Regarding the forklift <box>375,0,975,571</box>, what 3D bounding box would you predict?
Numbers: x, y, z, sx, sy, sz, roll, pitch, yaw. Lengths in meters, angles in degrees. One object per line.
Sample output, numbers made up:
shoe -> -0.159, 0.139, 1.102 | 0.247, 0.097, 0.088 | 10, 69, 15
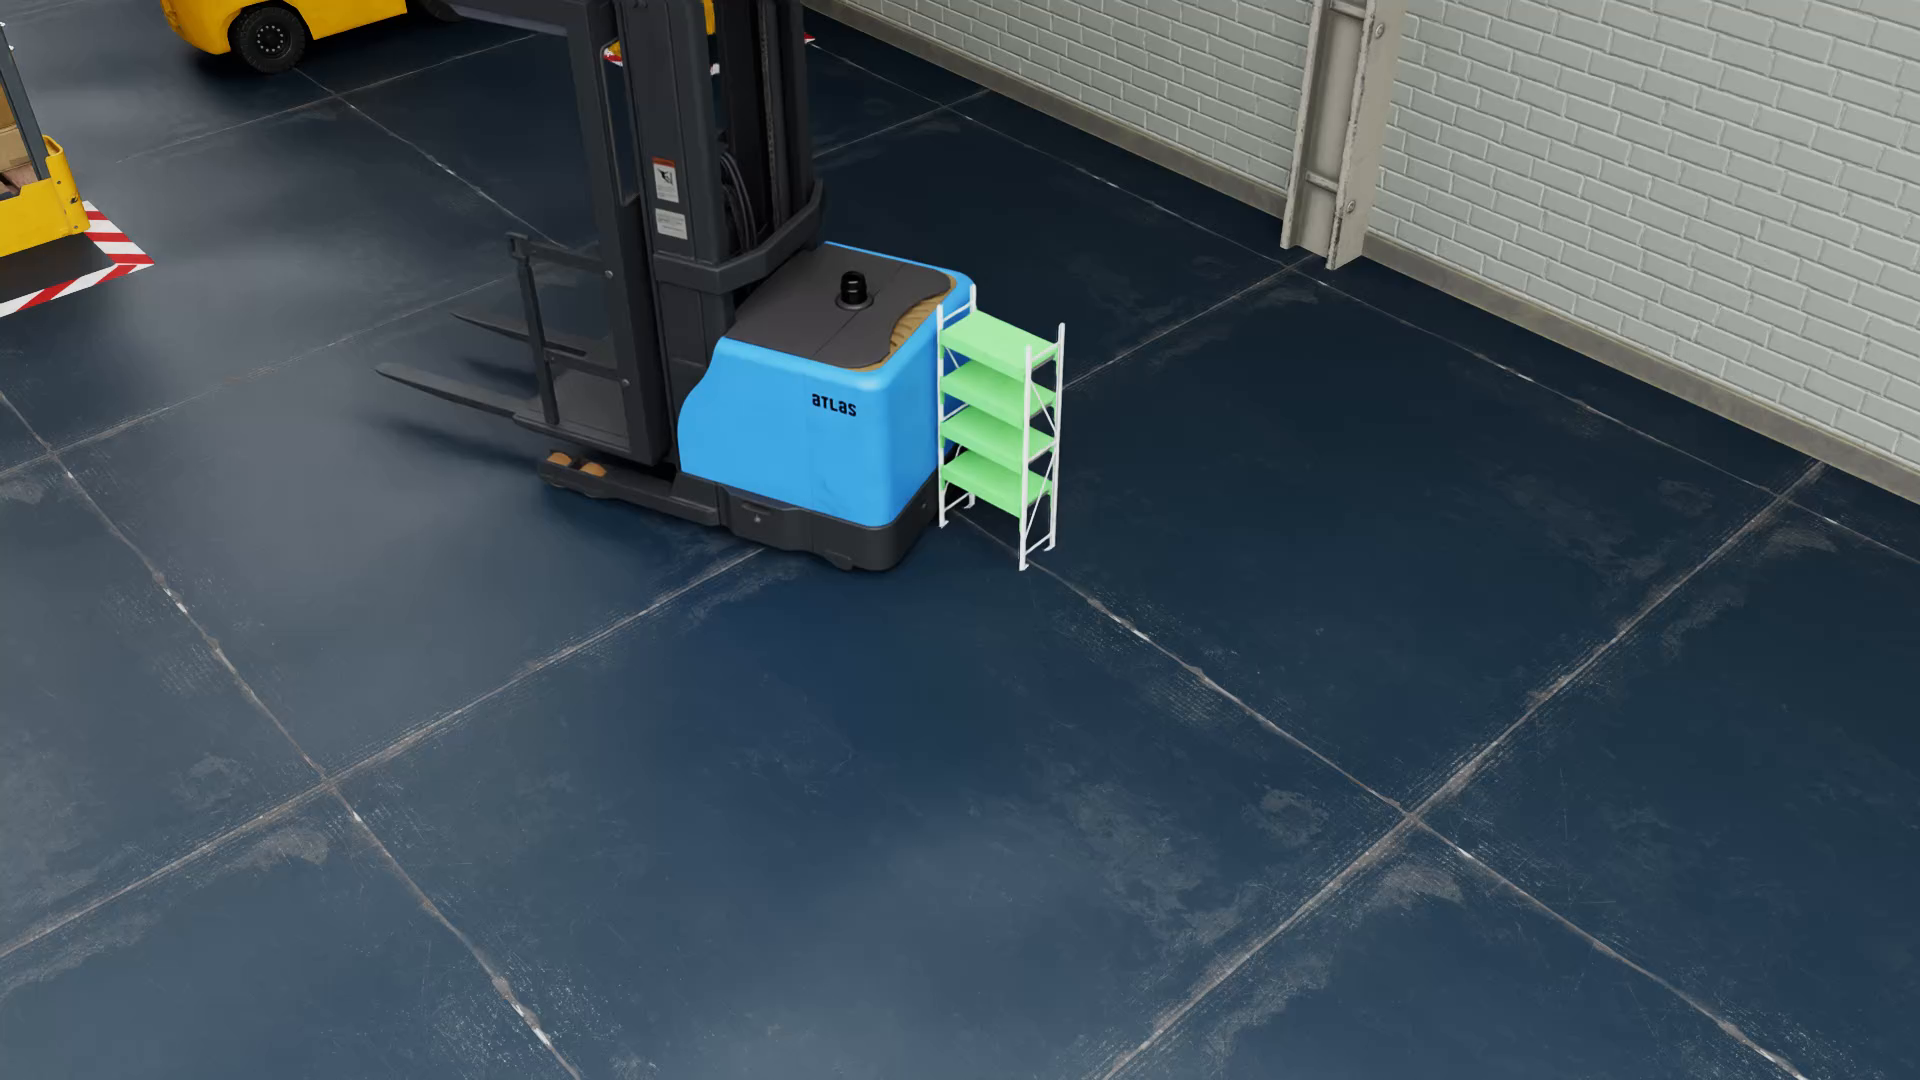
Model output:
forklift -> -1.474, -1.626, 7.430 | 3.031, 2.935, 1.130 | 16, 42, 19

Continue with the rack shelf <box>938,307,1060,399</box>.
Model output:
rack shelf -> 0.170, -0.807, 7.132 | 0.480, 0.148, 0.258 | 28, 47, 31

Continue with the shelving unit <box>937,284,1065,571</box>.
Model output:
shelving unit -> 0.170, -0.483, 7.394 | 0.503, 1.200, 0.258 | 28, 47, 31

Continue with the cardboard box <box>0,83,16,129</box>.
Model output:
cardboard box -> -6.111, -2.743, 10.017 | 0.500, 0.500, 0.500 | -32, 49, -33

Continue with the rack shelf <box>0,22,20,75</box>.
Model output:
rack shelf -> -7.106, -3.502, 10.271 | 1.077, 0.370, 4.000 | -30, 48, -32

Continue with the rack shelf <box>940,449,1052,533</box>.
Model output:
rack shelf -> 0.170, -0.247, 7.584 | 0.480, 0.148, 0.258 | 28, 47, 31

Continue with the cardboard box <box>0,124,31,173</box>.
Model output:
cardboard box -> -6.095, -2.441, 10.239 | 0.500, 0.250, 0.500 | -30, 48, -32

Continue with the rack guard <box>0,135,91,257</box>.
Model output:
rack guard -> -5.804, -1.919, 9.728 | 1.175, 0.500, 0.348 | -30, 48, -32

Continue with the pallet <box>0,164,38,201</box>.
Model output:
pallet -> -6.328, -2.198, 10.303 | 1.003, 0.211, 1.213 | -30, 48, -32

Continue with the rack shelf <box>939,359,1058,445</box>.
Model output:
rack shelf -> 0.170, -0.620, 7.283 | 0.480, 0.148, 0.258 | 28, 47, 31

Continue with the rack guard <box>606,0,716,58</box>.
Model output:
rack guard -> -2.083, -3.984, 12.285 | 1.175, 0.500, 0.348 | -30, 48, -32

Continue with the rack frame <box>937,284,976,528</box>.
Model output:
rack frame -> -0.015, -0.583, 7.517 | 0.015, 1.200, 0.240 | 28, 47, 31

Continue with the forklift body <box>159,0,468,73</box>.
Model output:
forklift body -> -4.726, -4.739, 11.906 | 2.313, 2.155, 1.214 | -30, 48, -32

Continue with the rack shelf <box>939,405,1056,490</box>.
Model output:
rack shelf -> 0.170, -0.434, 7.434 | 0.480, 0.148, 0.258 | 28, 47, 31

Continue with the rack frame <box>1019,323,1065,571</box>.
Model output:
rack frame -> 0.355, -0.383, 7.270 | 0.015, 1.200, 0.240 | 28, 47, 31

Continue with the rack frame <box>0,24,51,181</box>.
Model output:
rack frame -> -5.753, -2.856, 8.899 | 1.000, 3.000, 0.127 | -30, 48, -32

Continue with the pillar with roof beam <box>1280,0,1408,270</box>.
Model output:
pillar with roof beam -> -1.019, -3.400, 4.798 | 9.100, 9.000, 0.400 | -30, 48, -32
